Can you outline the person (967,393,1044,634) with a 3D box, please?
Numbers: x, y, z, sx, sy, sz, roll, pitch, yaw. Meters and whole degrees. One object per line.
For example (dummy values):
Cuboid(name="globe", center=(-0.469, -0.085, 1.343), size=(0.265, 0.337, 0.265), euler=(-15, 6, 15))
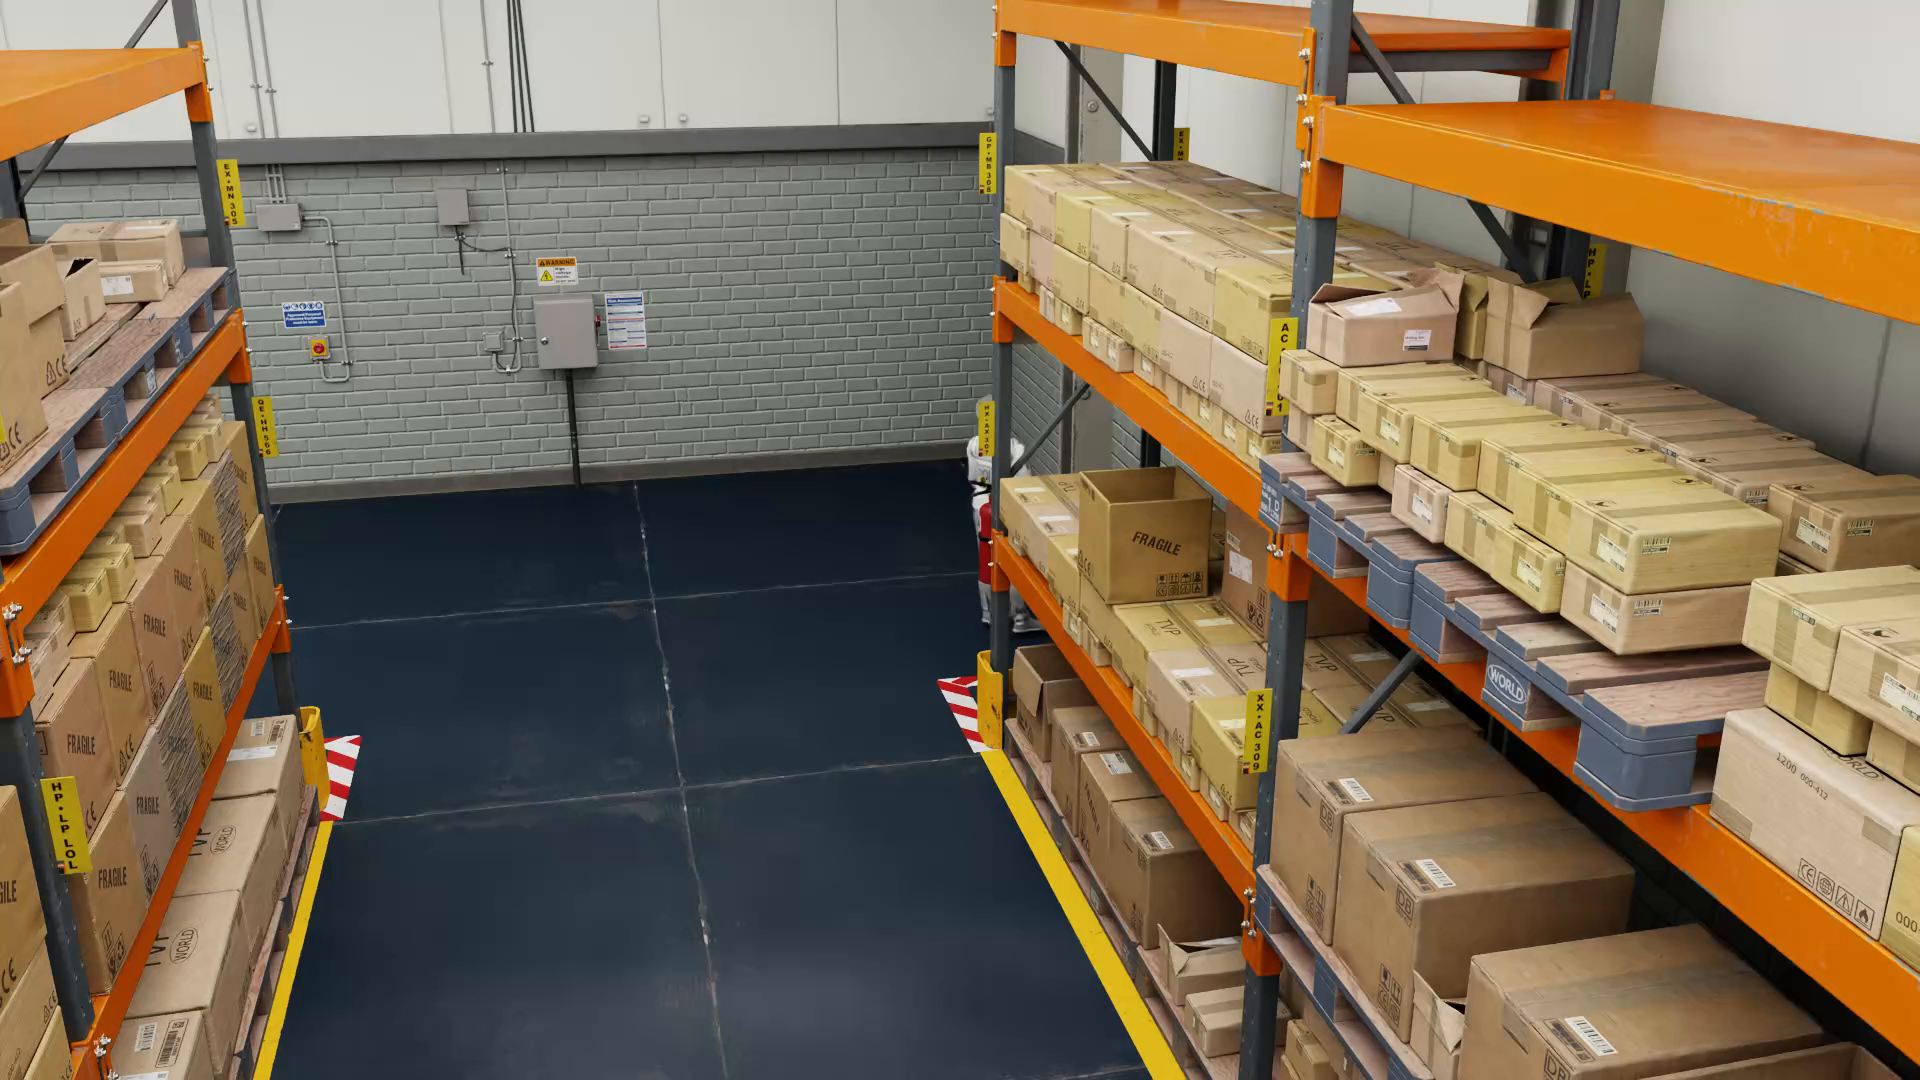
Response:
Cuboid(name="person", center=(0.320, -0.185, 11.501), size=(0.558, 1.692, 0.447), euler=(10, 22, 26))
